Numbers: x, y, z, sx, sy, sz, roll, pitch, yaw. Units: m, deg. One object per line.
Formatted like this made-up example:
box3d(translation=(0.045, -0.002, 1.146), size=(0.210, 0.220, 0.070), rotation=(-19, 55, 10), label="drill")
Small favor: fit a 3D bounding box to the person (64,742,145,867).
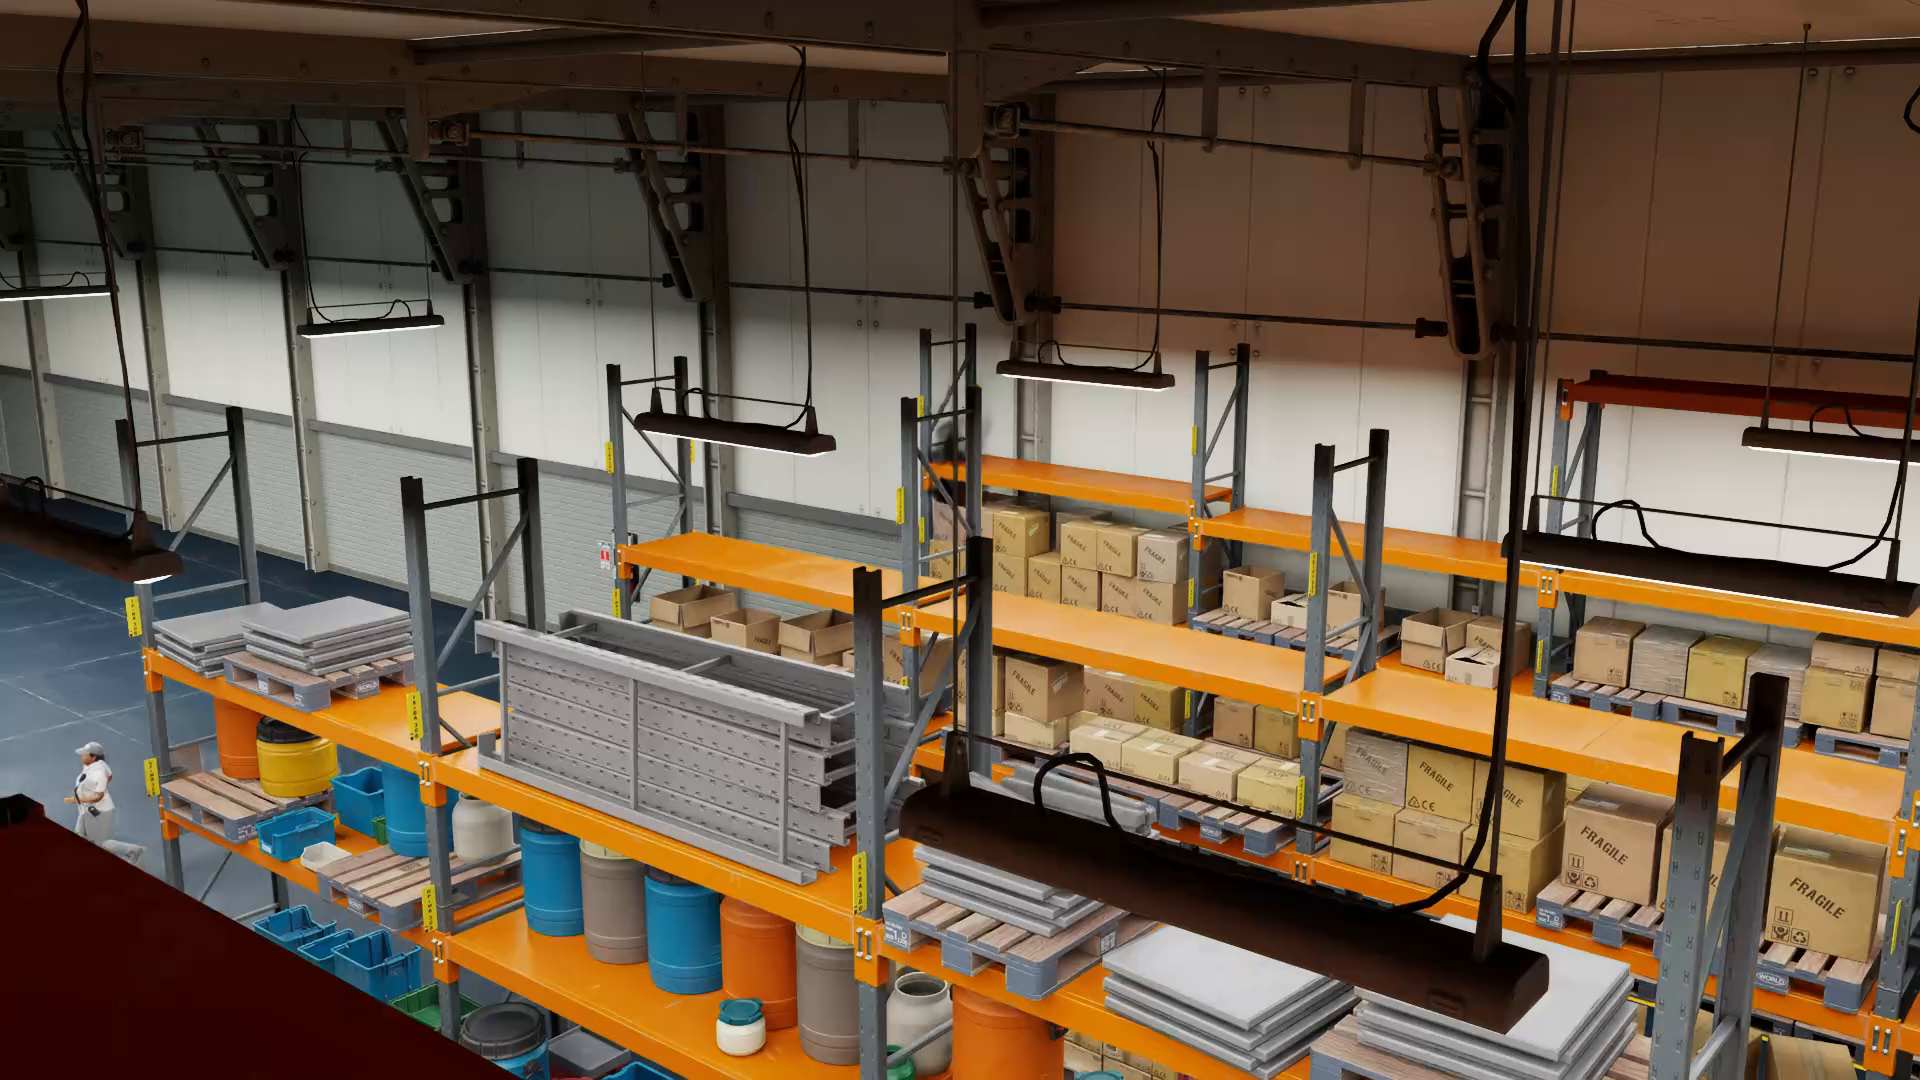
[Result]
box3d(translation=(-9.799, 3.080, 18.914), size=(0.804, 1.634, 0.620), rotation=(-7, 15, -30), label="person")
